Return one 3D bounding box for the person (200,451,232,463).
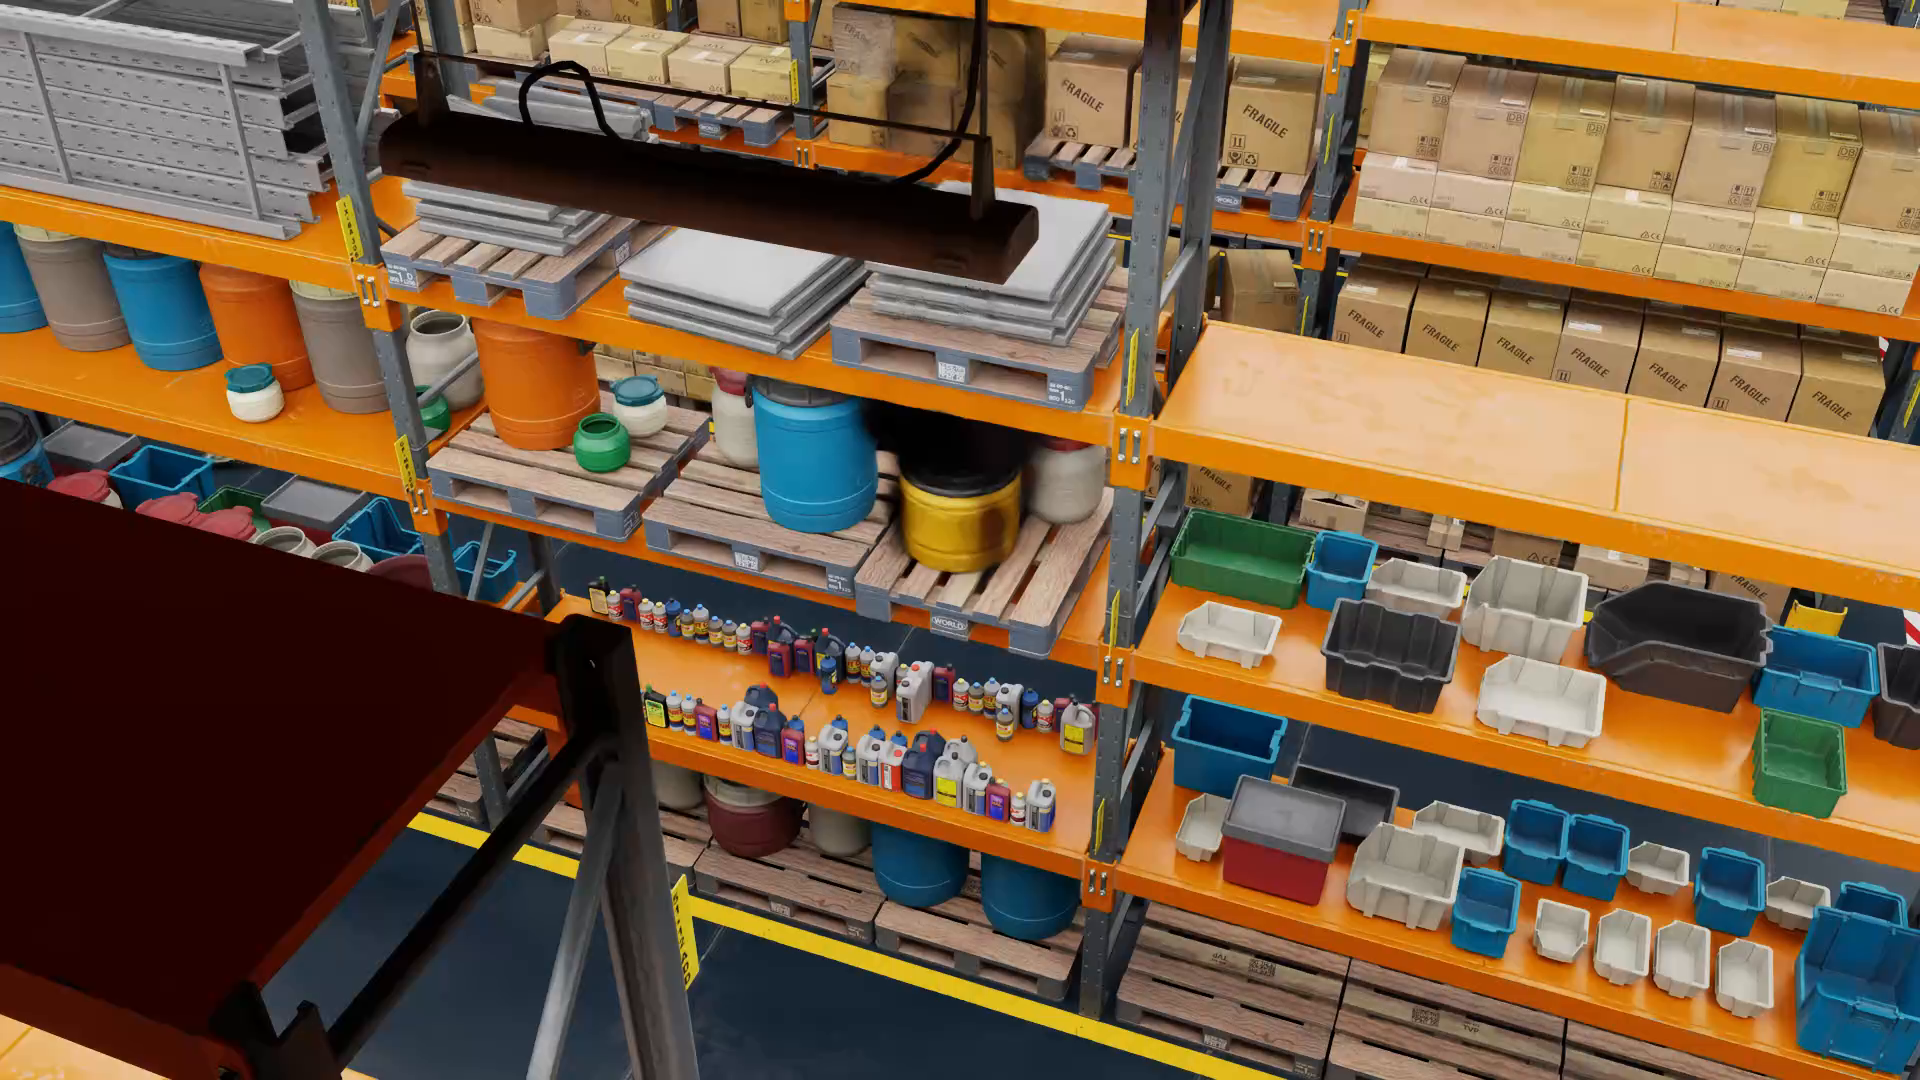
[{"bbox_3d":[-6.516,-1.303,13.845,0.576,1.538,0.533,1,37,1],"label":"person"}]
